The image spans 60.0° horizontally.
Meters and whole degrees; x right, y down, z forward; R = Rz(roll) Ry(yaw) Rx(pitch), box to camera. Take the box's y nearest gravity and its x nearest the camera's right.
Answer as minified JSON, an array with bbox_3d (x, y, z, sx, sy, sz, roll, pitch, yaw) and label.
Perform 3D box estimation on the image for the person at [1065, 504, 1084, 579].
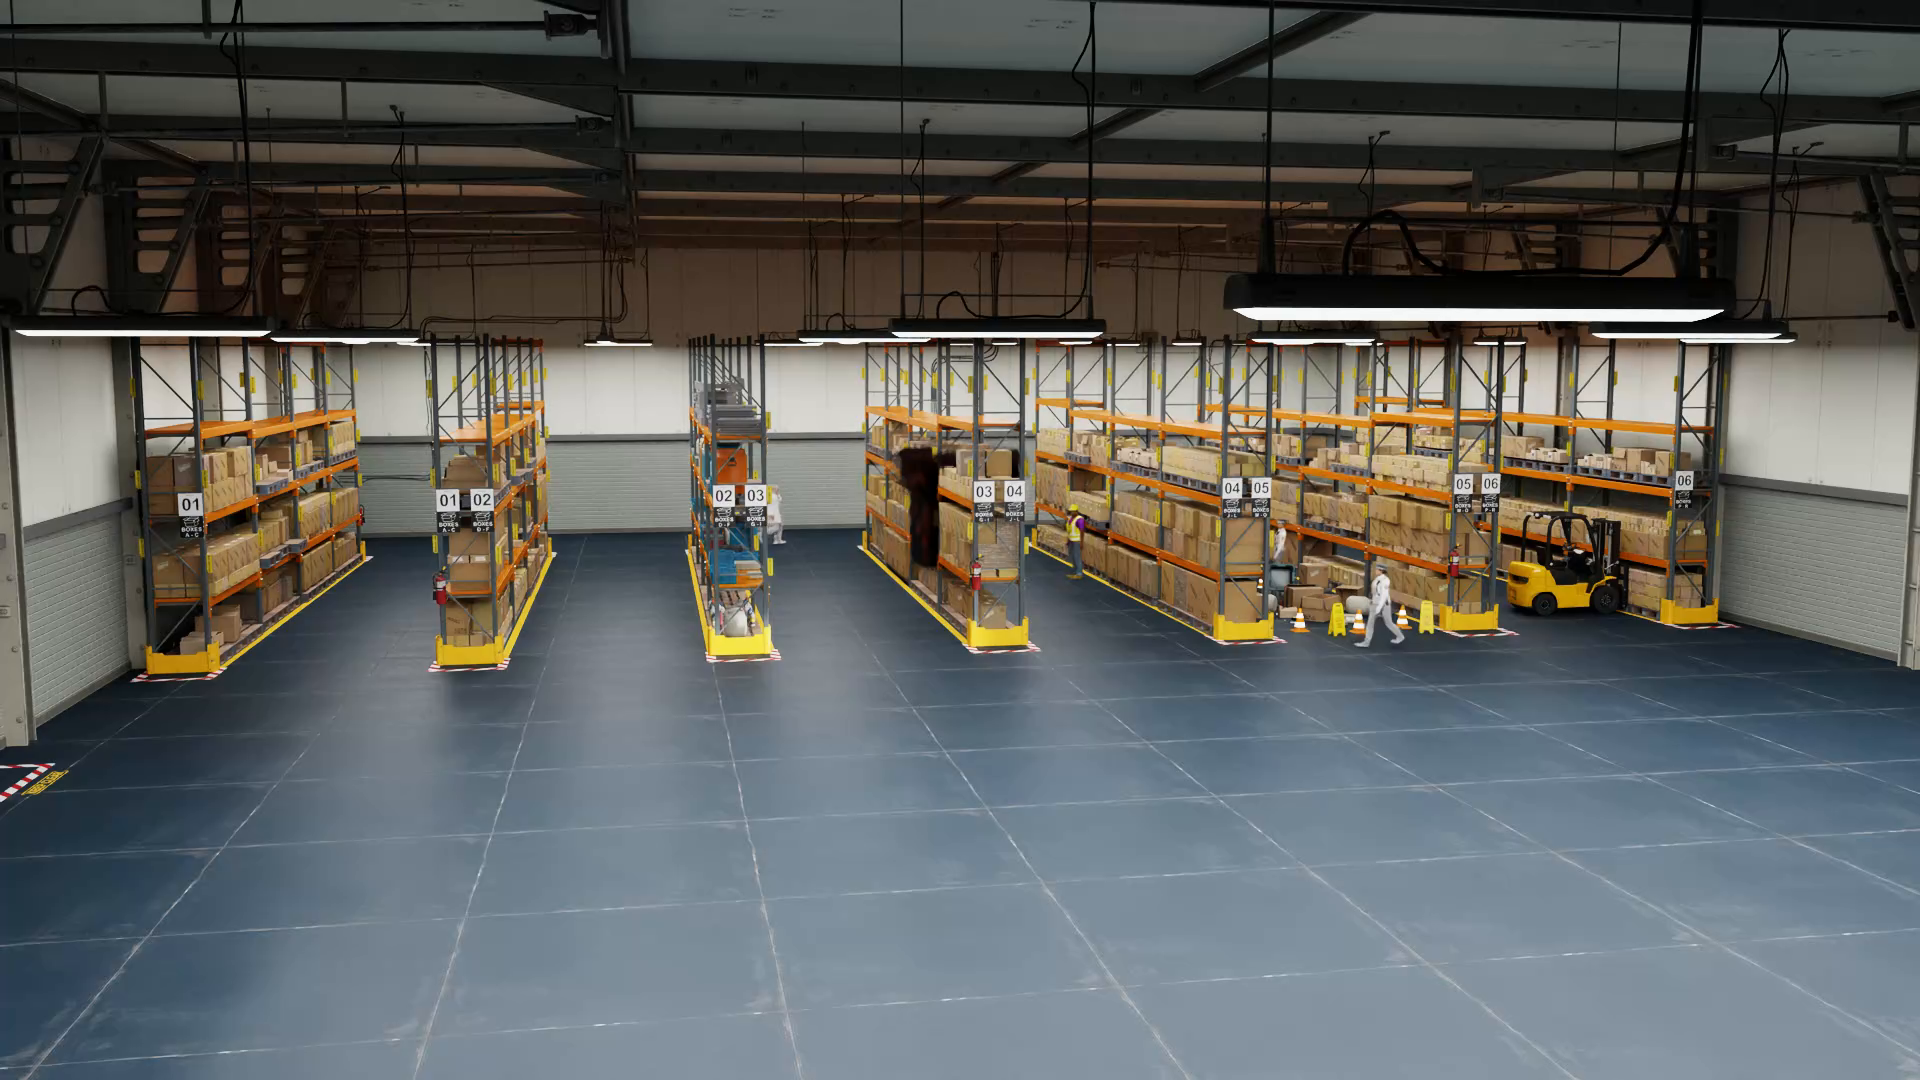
[{"bbox_3d":[2.703,0.028,39.366,0.364,1.769,0.590,-2,7,-20],"label":"person"}]

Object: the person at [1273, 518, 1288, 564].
[{"bbox_3d":[7.649,0.328,40.008,0.421,1.719,0.526,2,7,18],"label":"person"}]

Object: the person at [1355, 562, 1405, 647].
[{"bbox_3d":[8.109,1.243,31.992,0.990,1.641,0.442,-4,7,-28],"label":"person"}]

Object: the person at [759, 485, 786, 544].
[{"bbox_3d":[-5.502,-0.751,48.799,0.783,1.747,0.611,0,7,-4],"label":"person"}]
